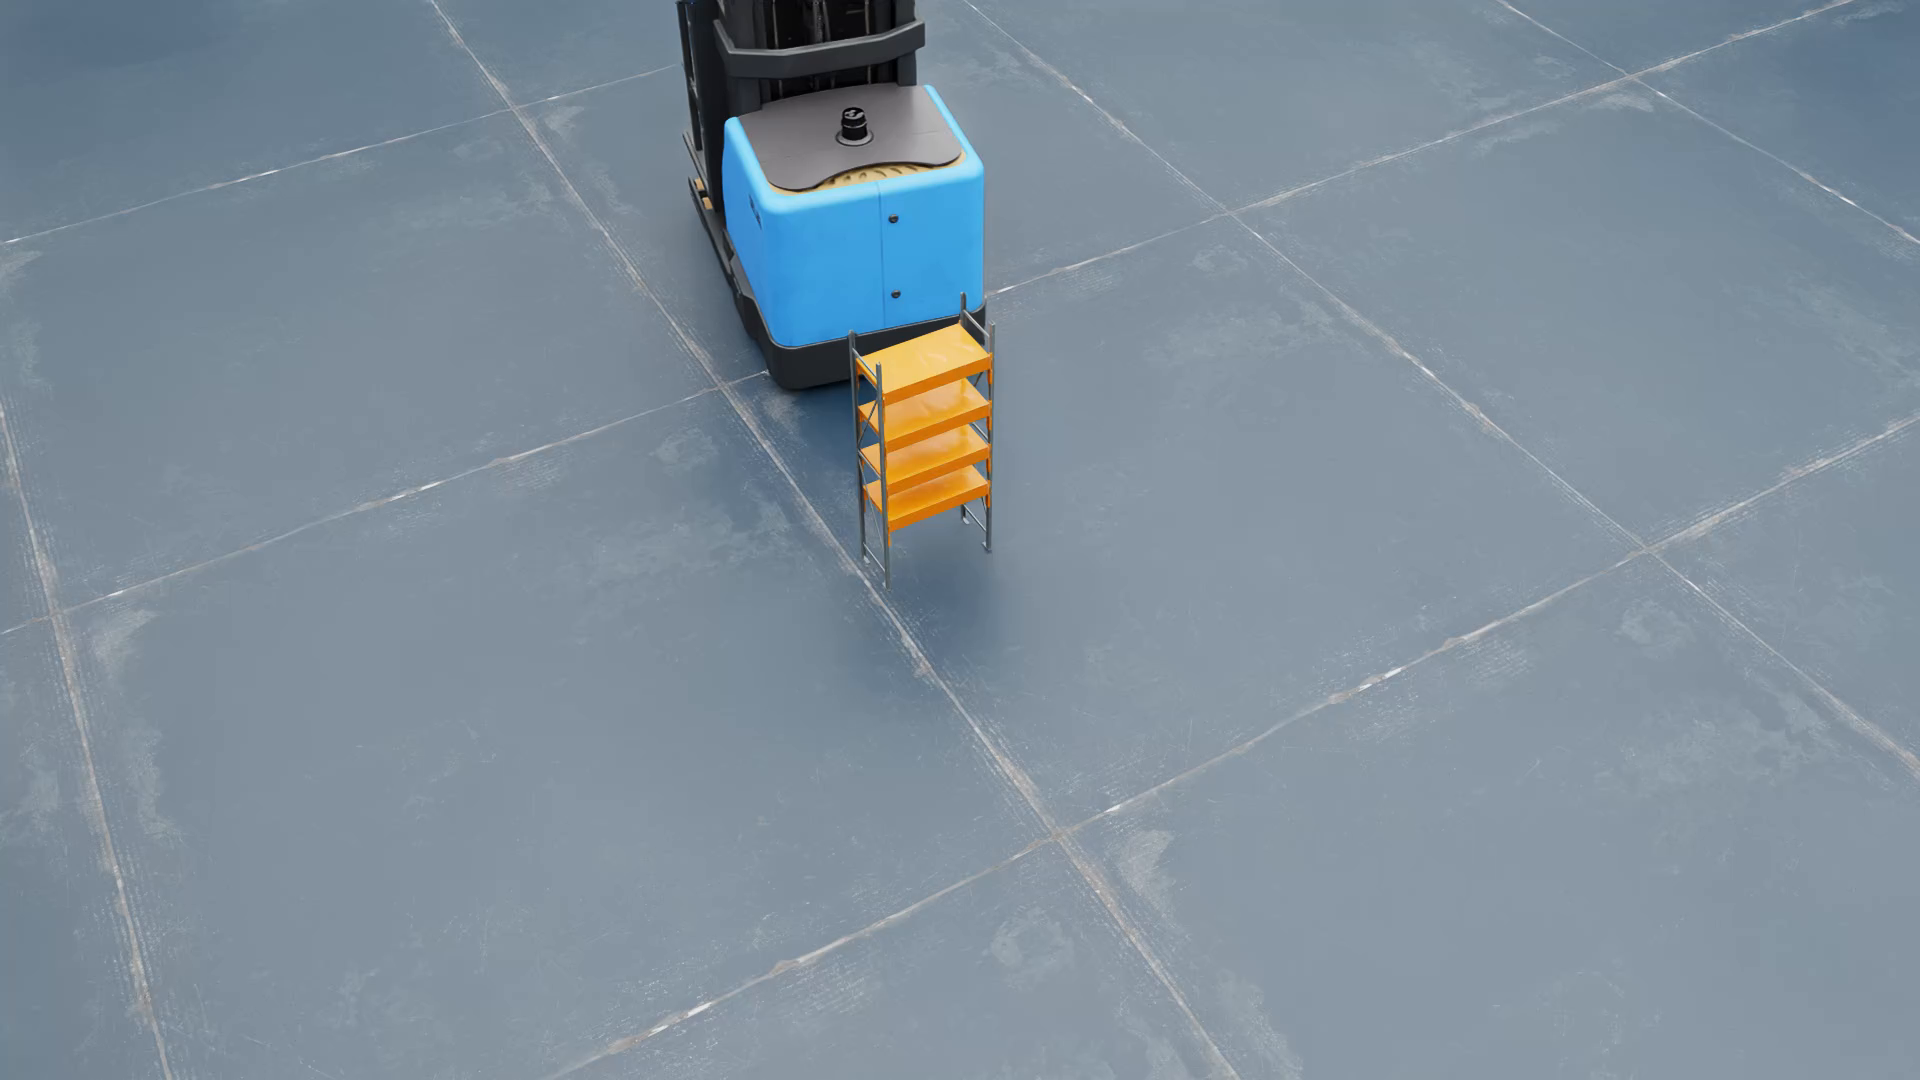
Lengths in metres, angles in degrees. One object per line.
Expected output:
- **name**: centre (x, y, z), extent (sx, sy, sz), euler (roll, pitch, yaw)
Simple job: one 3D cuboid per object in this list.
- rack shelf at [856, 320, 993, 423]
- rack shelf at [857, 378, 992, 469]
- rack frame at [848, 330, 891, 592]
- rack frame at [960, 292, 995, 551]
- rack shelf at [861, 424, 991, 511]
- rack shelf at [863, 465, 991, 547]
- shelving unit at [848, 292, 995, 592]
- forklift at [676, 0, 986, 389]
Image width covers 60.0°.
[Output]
- **rack shelf**: centre (-0.144, -0.655, 6.429), extent (0.480, 0.148, 0.258), euler (-22, 48, -21)
- **rack shelf**: centre (-0.144, -0.485, 6.593), extent (0.480, 0.148, 0.258), euler (-22, 48, -21)
- **rack frame**: centre (-0.355, -0.288, 6.615), extent (0.015, 1.200, 0.240), euler (-22, 48, -21)
- **rack frame**: centre (0.068, -0.458, 6.790), extent (0.015, 1.200, 0.240), euler (-22, 48, -21)
- **rack shelf**: centre (-0.144, -0.325, 6.749), extent (0.480, 0.148, 0.258), euler (-22, 48, -21)
- **rack shelf**: centre (-0.144, -0.182, 6.887), extent (0.480, 0.148, 0.258), euler (-22, 48, -21)
- **shelving unit**: centre (-0.144, -0.373, 6.702), extent (0.503, 1.200, 0.258), euler (-22, 48, -21)
- **forklift**: centre (-0.829, -2.803, 7.963), extent (1.130, 2.935, 3.031), euler (-13, 46, -13)
